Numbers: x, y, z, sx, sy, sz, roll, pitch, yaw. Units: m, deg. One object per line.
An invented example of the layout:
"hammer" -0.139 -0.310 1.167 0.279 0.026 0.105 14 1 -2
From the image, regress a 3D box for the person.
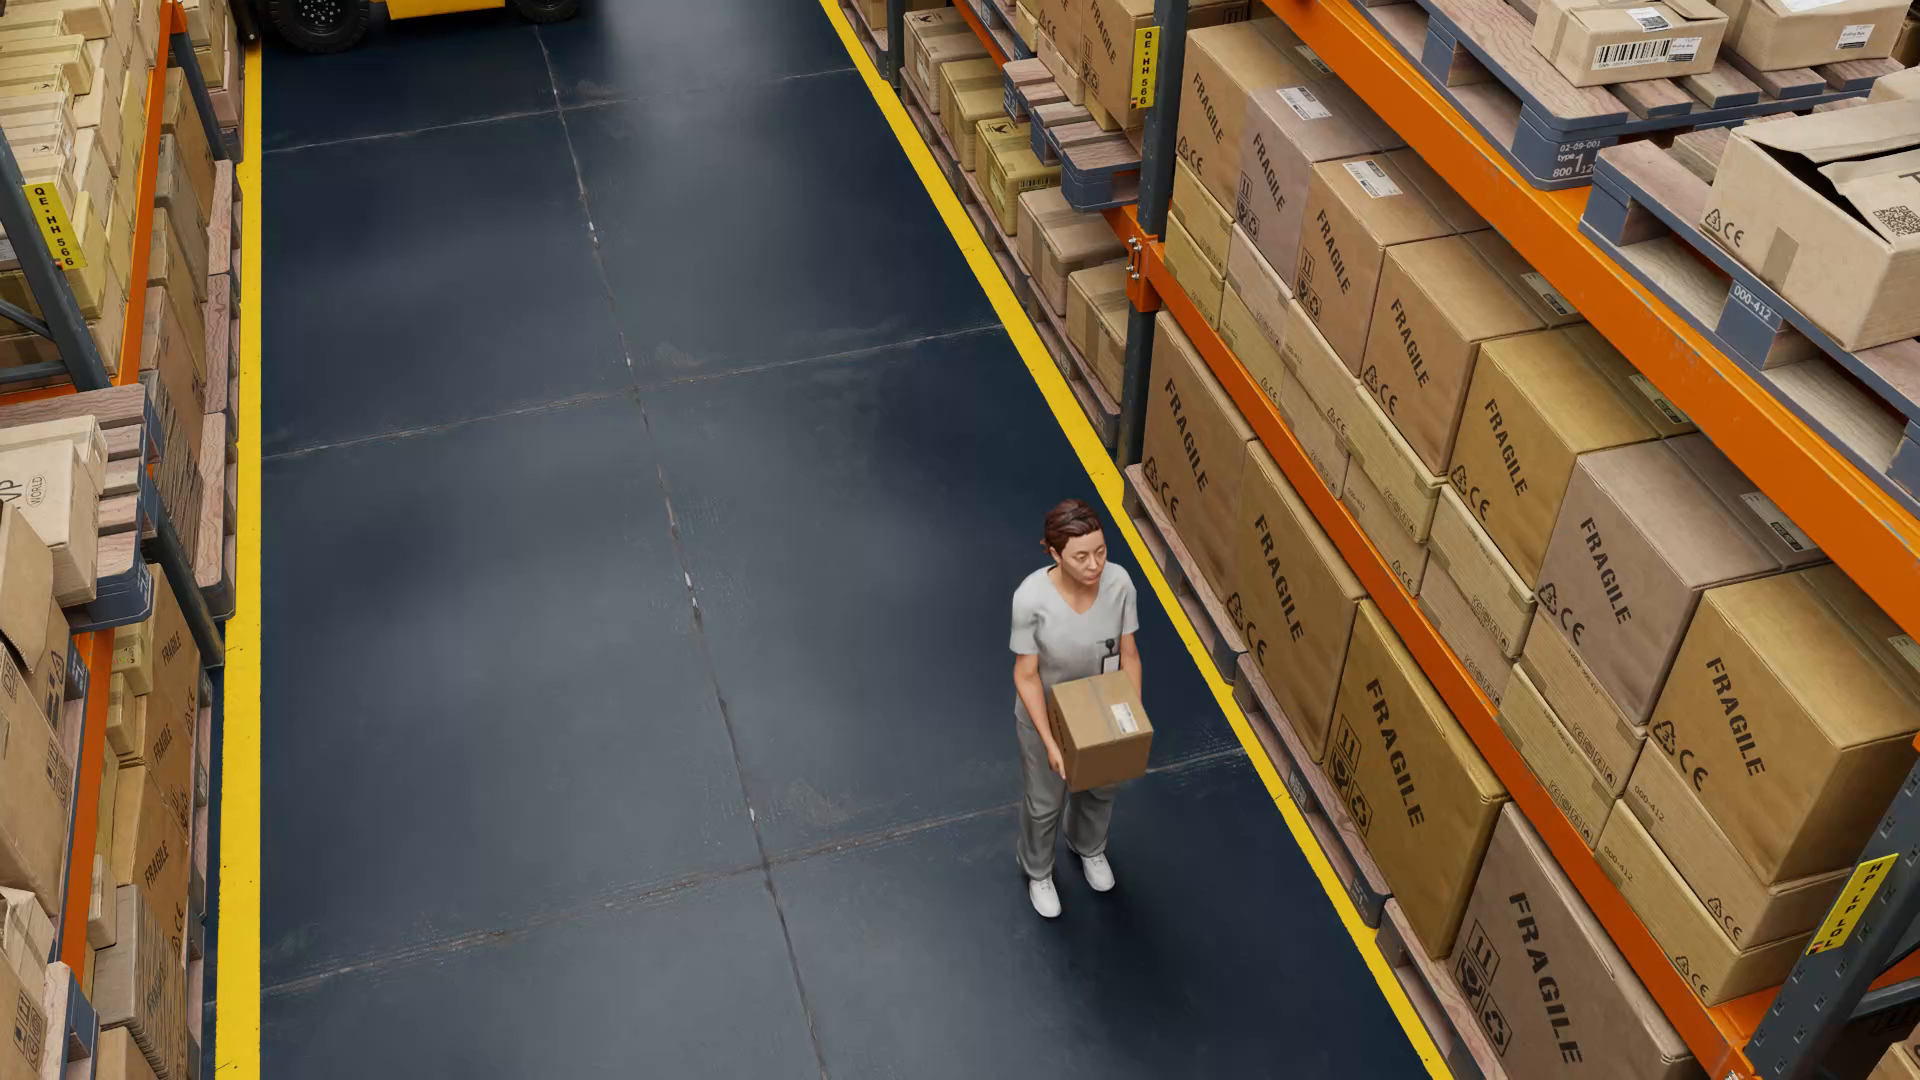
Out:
"person" 0.383 0.606 5.507 0.437 1.662 0.555 -11 44 -12
